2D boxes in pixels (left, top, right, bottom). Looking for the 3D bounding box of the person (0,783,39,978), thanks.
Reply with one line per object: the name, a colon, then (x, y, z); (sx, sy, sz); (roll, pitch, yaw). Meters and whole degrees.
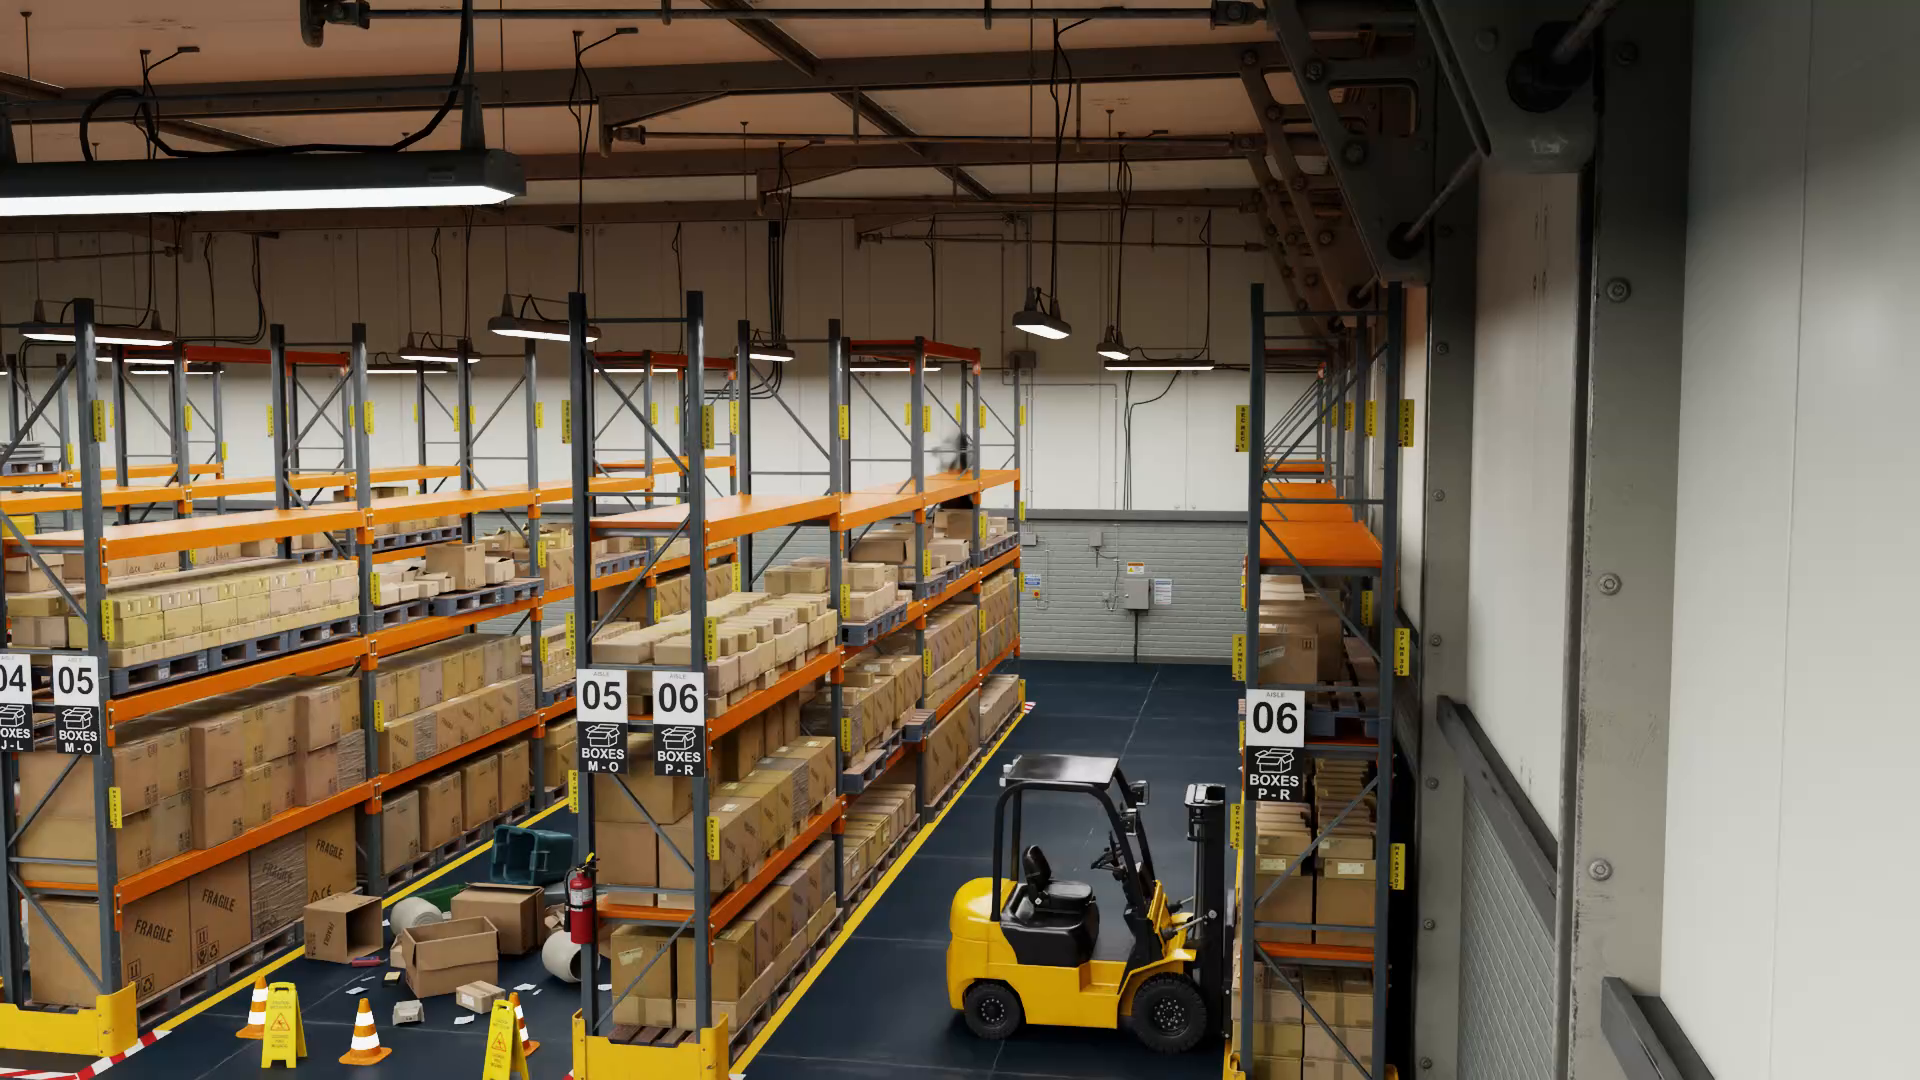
person: (-8.517, 3.071, 14.931); (0.641, 1.775, 0.690); (0, 5, 1)
